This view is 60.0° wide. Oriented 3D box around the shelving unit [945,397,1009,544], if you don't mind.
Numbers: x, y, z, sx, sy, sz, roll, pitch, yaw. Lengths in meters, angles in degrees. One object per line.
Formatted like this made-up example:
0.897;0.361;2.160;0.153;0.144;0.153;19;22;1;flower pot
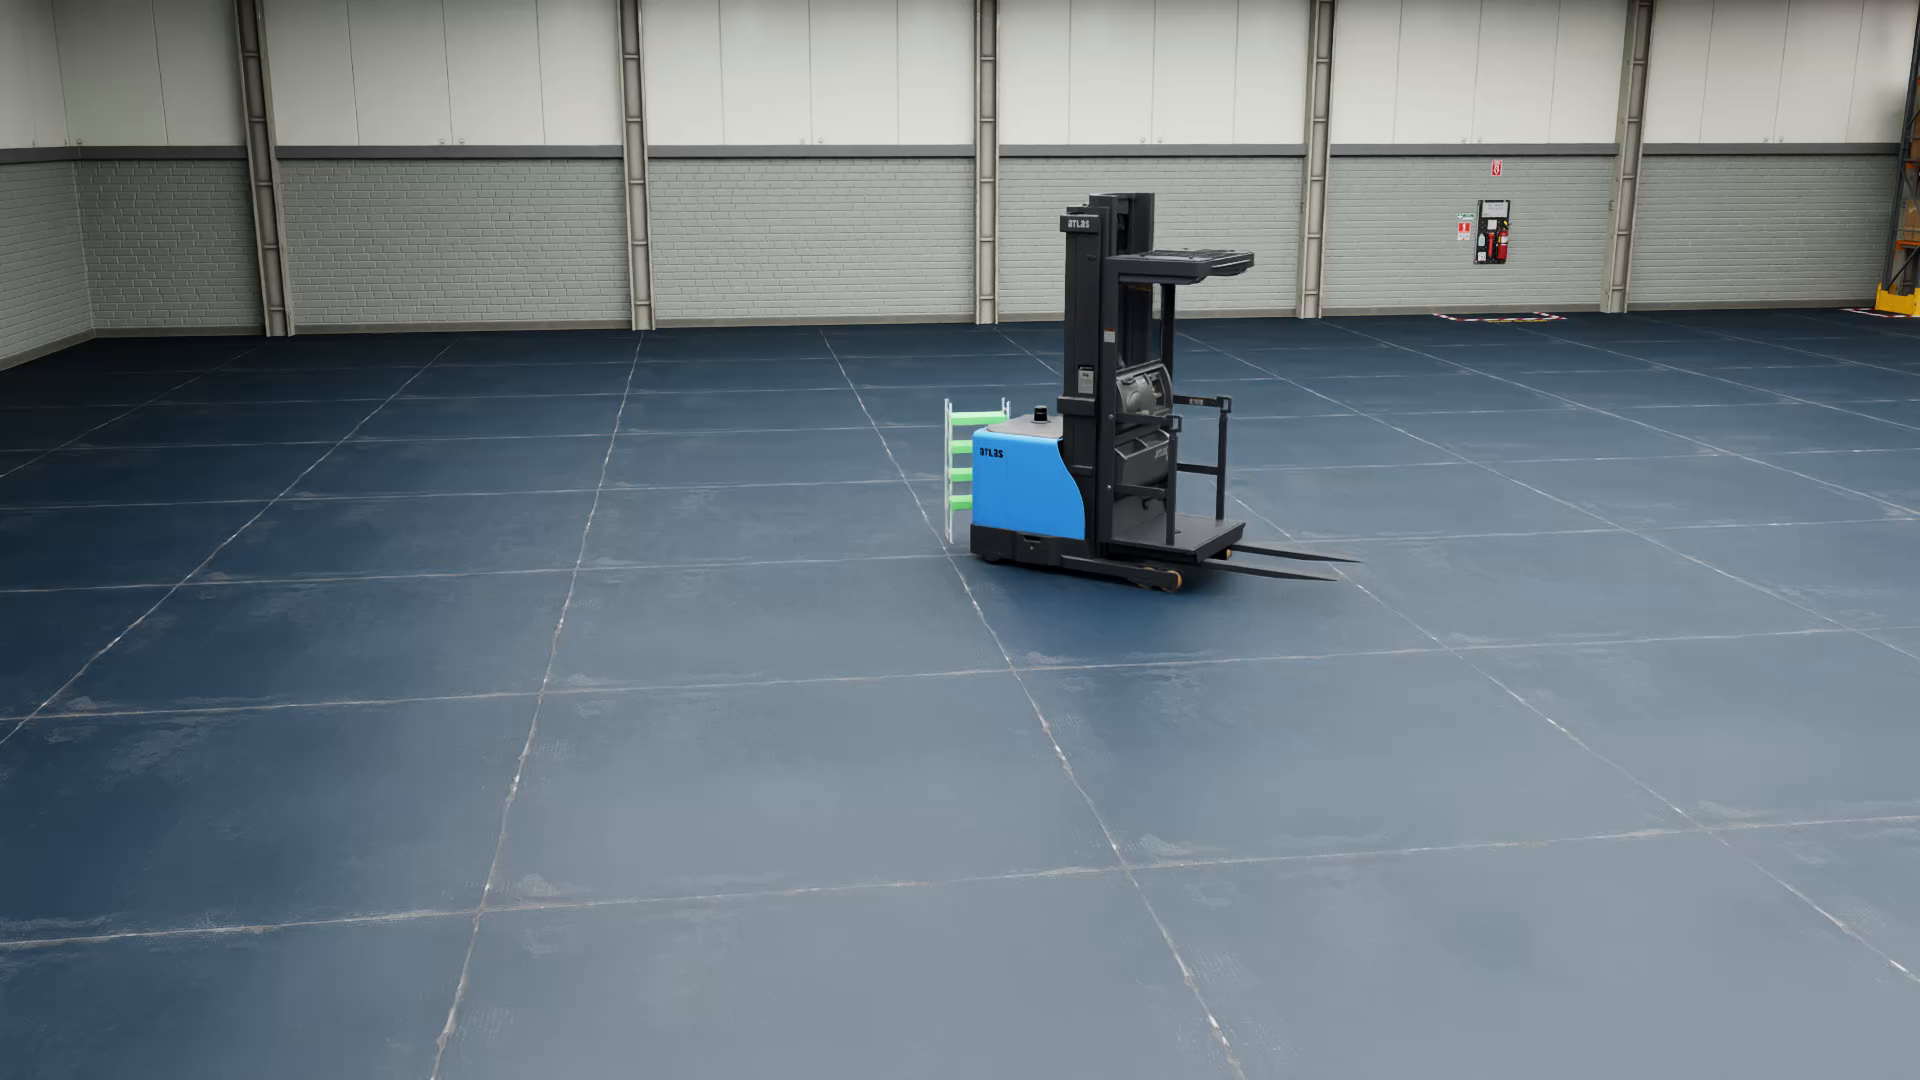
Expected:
0.143;-0.590;14.109;0.503;1.200;0.258;-2;14;-9;shelving unit

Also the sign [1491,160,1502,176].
9.853;-6.831;30.527;0.199;0.298;0.001;-2;14;-8;sign

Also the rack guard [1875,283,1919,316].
17.770;-4.537;31.286;0.348;0.500;1.175;-2;14;-8;rack guard

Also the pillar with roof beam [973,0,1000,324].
1.101;-7.202;24.442;0.400;9.000;9.100;-2;14;-8;pillar with roof beam

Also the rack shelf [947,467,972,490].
0.143;-0.528;14.124;0.480;0.148;0.258;-2;14;-9;rack shelf

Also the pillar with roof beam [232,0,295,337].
-10.766;-6.768;22.708;0.400;9.000;9.100;-2;14;-8;pillar with roof beam

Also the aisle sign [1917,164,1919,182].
17.669;-6.933;30.357;0.004;0.787;0.394;-2;14;-8;aisle sign

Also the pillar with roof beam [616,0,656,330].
-4.833;-6.985;23.575;0.400;9.000;9.100;-2;14;-8;pillar with roof beam

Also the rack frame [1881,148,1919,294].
17.695;-5.747;30.971;0.127;3.000;1.000;-2;14;-8;rack frame

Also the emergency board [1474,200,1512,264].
9.876;-5.683;30.714;0.643;1.169;0.194;-2;14;-8;emergency board

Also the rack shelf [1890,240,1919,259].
19.673;-5.471;31.348;4.000;0.370;1.077;-2;14;-8;rack shelf

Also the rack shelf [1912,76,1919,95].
19.673;-8.379;30.618;4.000;0.370;1.077;-2;14;-8;rack shelf

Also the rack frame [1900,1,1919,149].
17.695;-8.657;30.241;0.127;3.000;1.000;-2;14;-8;rack frame

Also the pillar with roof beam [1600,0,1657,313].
12.967;-7.637;26.176;0.400;9.000;9.100;-2;14;-8;pillar with roof beam

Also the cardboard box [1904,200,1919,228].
18.129;-6.116;31.168;0.500;0.500;0.500;-2;14;-9;cardboard box

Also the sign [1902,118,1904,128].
17.632;-7.766;31.034;0.005;0.325;0.100;-2;14;-8;sign

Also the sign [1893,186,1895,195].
17.632;-6.596;31.327;0.005;0.325;0.100;-2;14;-8;sign

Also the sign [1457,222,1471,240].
9.314;-5.705;30.729;0.234;0.329;0.001;-2;14;-8;sign

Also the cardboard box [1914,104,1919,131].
18.082;-7.824;30.783;0.500;0.500;0.500;-1;14;-6;cardboard box

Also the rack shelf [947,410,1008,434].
0.143;-0.994;14.008;0.480;0.148;0.258;-2;14;-9;rack shelf

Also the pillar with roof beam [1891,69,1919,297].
18.900;-7.855;27.043;0.400;9.000;9.100;-2;14;-8;pillar with roof beam

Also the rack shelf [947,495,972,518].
0.143;-0.295;14.183;0.480;0.148;0.258;-2;14;-9;rack shelf

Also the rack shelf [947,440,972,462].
0.143;-0.761;14.066;0.480;0.148;0.258;-2;14;-9;rack shelf

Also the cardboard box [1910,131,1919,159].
18.070;-7.336;30.895;0.500;0.500;0.500;-1;14;-4;cardboard box

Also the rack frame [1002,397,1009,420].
0.383;-0.600;14.148;0.015;1.200;0.240;-2;14;-9;rack frame

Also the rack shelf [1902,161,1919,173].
19.673;-6.925;30.983;4.000;0.370;1.077;-2;14;-8;rack shelf

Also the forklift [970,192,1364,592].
1.615;-1.172;12.868;3.031;2.935;1.130;8;16;30;forklift

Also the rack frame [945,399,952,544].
-0.098;-0.580;14.069;0.015;1.200;0.240;-2;14;-9;rack frame

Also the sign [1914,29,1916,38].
17.632;-9.321;30.644;0.005;0.325;0.100;-2;14;-8;sign

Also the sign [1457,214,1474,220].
9.320;-5.960;30.657;0.331;0.109;0.001;-2;14;-8;sign

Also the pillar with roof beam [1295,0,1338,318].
7.034;-7.420;25.309;0.400;9.000;9.100;-2;14;-8;pillar with roof beam

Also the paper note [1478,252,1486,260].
9.691;-5.266;30.862;0.142;0.148;0.016;-2;14;-8;paper note

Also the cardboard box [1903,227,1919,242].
18.128;-5.748;31.240;0.500;0.250;0.500;-2;14;-7;cardboard box
